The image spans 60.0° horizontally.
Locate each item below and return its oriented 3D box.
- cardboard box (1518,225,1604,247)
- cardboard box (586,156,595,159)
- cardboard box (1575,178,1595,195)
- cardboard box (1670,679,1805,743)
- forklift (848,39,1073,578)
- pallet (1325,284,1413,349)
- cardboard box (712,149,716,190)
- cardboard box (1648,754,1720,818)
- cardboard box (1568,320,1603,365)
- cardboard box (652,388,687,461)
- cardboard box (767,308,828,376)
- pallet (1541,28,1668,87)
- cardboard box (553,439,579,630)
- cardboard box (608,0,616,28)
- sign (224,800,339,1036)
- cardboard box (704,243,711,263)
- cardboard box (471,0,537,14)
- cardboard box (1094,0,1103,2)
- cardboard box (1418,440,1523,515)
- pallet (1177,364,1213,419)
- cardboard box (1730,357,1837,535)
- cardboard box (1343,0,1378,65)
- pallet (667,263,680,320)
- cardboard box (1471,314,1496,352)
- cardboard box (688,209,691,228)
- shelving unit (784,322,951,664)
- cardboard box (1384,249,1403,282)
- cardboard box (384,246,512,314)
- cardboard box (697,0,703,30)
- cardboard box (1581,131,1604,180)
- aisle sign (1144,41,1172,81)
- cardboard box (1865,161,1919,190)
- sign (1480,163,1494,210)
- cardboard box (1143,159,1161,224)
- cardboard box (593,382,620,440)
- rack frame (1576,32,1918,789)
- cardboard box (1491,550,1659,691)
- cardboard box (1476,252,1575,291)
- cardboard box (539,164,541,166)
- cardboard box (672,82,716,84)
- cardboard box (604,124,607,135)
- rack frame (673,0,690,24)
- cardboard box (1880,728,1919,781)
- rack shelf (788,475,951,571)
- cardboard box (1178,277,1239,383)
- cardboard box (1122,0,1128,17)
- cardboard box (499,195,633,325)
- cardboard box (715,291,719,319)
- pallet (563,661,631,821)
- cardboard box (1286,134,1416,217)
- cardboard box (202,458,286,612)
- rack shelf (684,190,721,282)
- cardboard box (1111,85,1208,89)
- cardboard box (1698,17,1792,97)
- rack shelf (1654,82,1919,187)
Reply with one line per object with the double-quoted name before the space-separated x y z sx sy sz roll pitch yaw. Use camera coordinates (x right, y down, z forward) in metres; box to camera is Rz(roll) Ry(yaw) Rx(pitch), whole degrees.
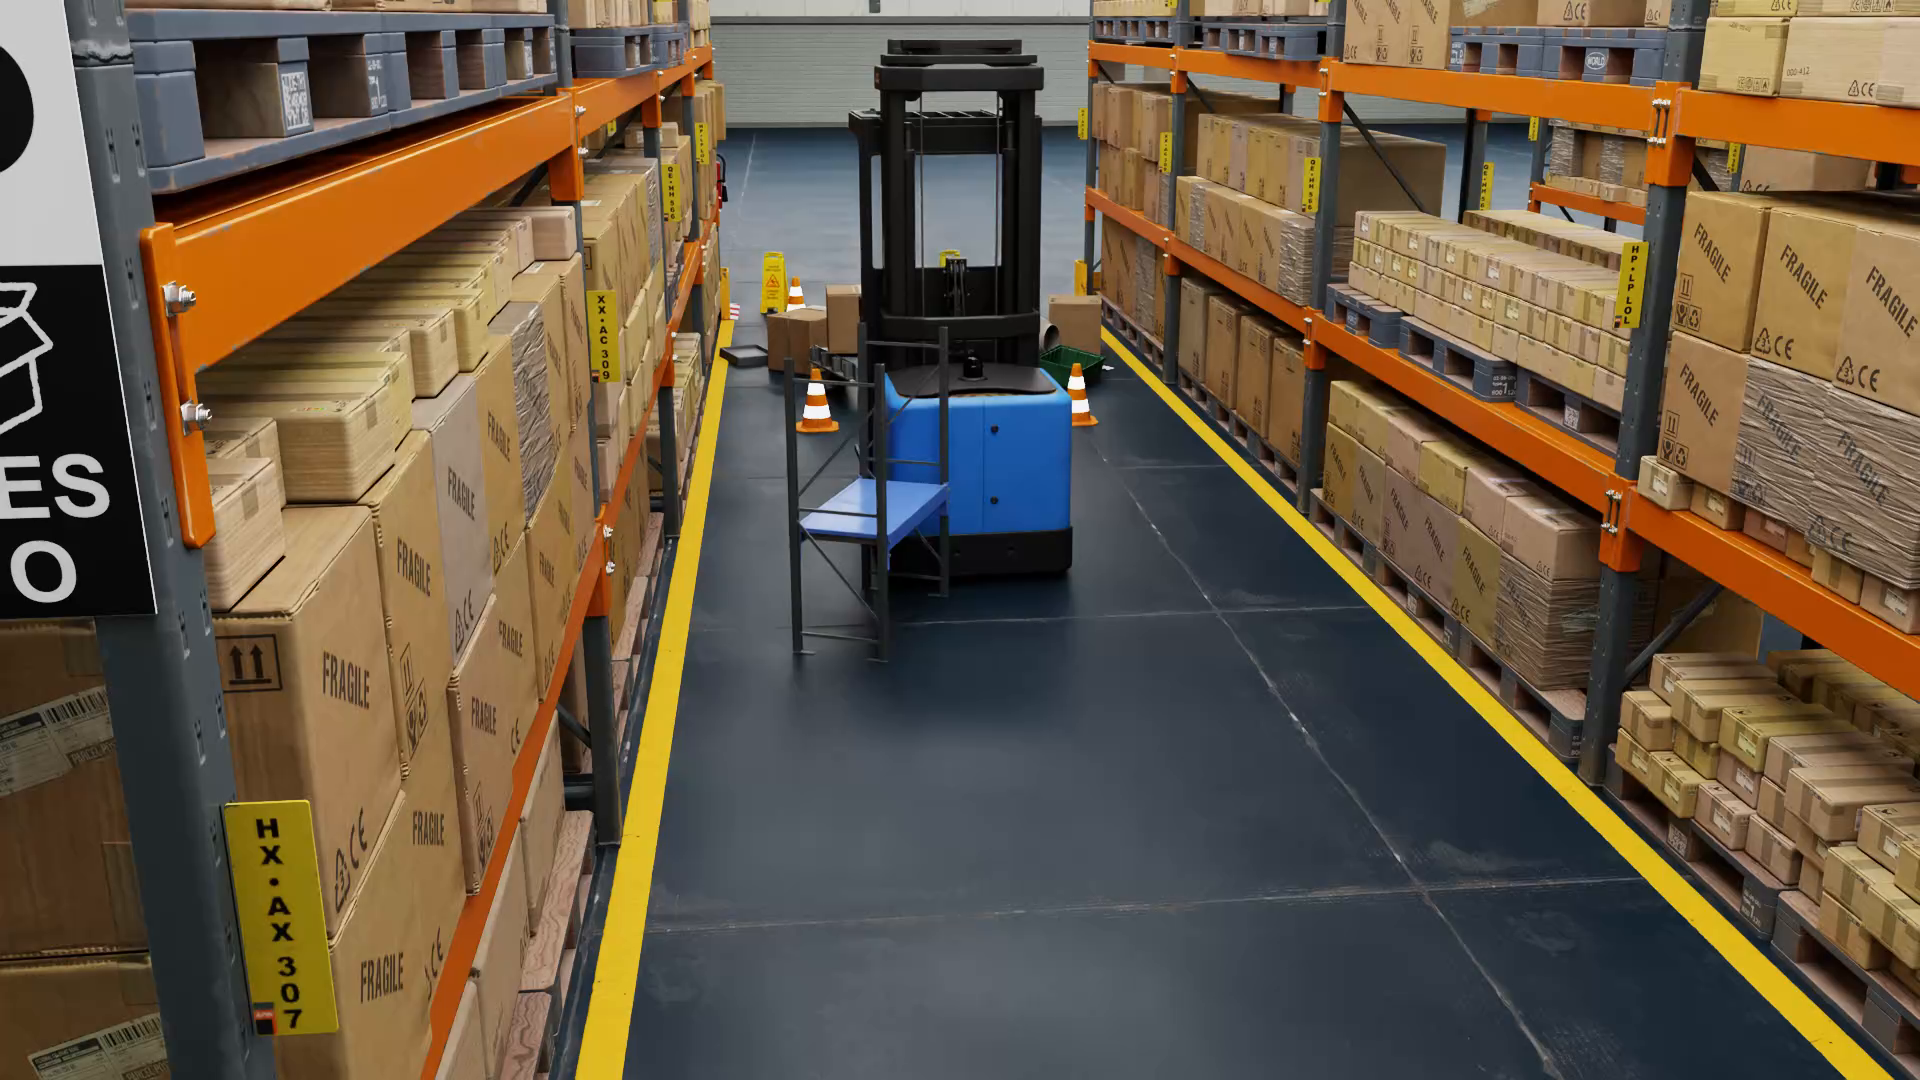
"cardboard box" 3.278 -1.625 9.071 0.380 0.149 0.250 -1 17 -4
"cardboard box" -2.665 -2.263 11.012 0.500 0.500 0.500 -3 18 -9
"cardboard box" 6.664 -3.696 17.360 0.380 0.149 0.250 -2 18 -6
"cardboard box" 2.901 0.636 6.210 0.380 0.149 0.250 -1 17 -3
"forklift" -0.094 -1.585 10.332 1.130 2.935 3.031 -3 18 -8
"pallet" 2.869 -1.324 9.708 1.213 0.211 1.003 -2 18 -6
"cardboard box" -2.672 -3.712 16.331 0.500 0.500 0.500 -2 18 -6
"cardboard box" 2.847 0.924 6.284 0.380 0.149 0.250 -1 17 -4
"cardboard box" 2.836 -0.847 7.087 0.380 0.149 0.250 -2 18 -5
"cardboard box" -2.357 -0.777 11.329 0.950 0.372 0.625 -2 18 -7
"cardboard box" -1.394 -1.804 15.083 0.500 0.500 0.500 11 21 32
"pallet" 3.144 -1.962 6.724 1.213 0.211 1.003 -2 18 -6
"cardboard box" -1.451 -0.014 5.048 0.500 0.500 0.500 -2 18 -7
"cardboard box" -1.594 -2.158 6.724 0.380 0.166 0.250 -3 18 -9
"sign" -0.846 0.475 2.078 0.100 0.325 0.005 -2 18 -6
"cardboard box" -2.437 -2.566 14.896 0.380 0.149 0.250 -1 17 -4
"cardboard box" -1.400 -1.550 4.651 0.380 0.149 0.250 -1 17 -4
"cardboard box" 1.658 -5.606 16.905 0.500 0.250 0.500 -2 18 -6
"cardboard box" 2.665 -0.323 8.420 0.500 0.250 0.500 -3 18 -8
"pallet" 2.431 -1.259 13.834 1.003 0.211 1.213 -2 18 -6
"cardboard box" 2.960 -0.320 5.526 0.500 0.500 0.500 -2 18 -6
"cardboard box" 2.483 -2.925 9.313 0.500 0.500 0.500 -2 18 -6
"pallet" -2.404 -1.559 10.457 1.213 0.211 1.003 -2 18 -6
"cardboard box" 2.726 -1.014 8.117 0.380 0.149 0.250 -1 17 -3
"cardboard box" -2.237 -2.415 12.579 0.380 0.149 0.250 -2 18 -7
"shelving unit" -0.450 -0.275 8.548 0.538 1.500 1.048 5 18 16
"cardboard box" 2.600 -1.537 9.287 0.380 0.149 0.250 -2 18 -7
"cardboard box" -1.422 -0.698 4.472 0.380 0.149 0.250 -2 18 -6
"cardboard box" -2.511 -4.578 14.496 0.500 0.250 0.500 -2 18 -5
"cardboard box" 7.008 -4.011 17.282 0.875 0.500 0.500 -2 18 -6
"aisle sign" 2.155 -5.279 17.644 0.394 0.787 0.004 -2 18 -6
"cardboard box" 7.491 -2.676 12.819 0.797 0.503 0.637 0 17 0
"sign" 3.228 -2.159 10.246 0.100 0.325 0.005 -2 18 -6
"cardboard box" 2.147 -3.161 14.987 0.875 0.550 0.550 -2 18 -6
"cardboard box" -1.576 -0.557 6.359 0.500 0.250 0.500 -2 18 -7
"rack frame" 3.102 -0.433 6.549 1.000 3.000 0.127 -2 18 -6
"cardboard box" 2.775 0.346 7.538 0.500 0.500 0.500 -2 18 -7
"cardboard box" 2.732 -1.299 8.033 0.380 0.149 0.250 -3 18 -8
"cardboard box" -2.416 -1.812 9.105 0.500 0.500 0.500 -2 18 -7
"cardboard box" -2.735 -4.196 16.200 0.700 0.500 0.500 -2 18 -5
"cardboard box" -2.940 -3.182 12.857 0.380 0.149 0.250 -2 18 -6
"rack frame" -2.637 -5.496 12.659 1.000 3.000 0.127 -2 18 -6
"cardboard box" 3.445 0.769 5.784 0.380 0.149 0.250 -1 17 -4
"rack shelf" -0.450 -0.103 8.602 0.538 0.185 1.000 5 18 16
"cardboard box" 2.430 -1.762 13.835 1.050 0.750 0.750 -2 18 -6
"cardboard box" 1.738 -5.004 15.651 0.380 0.149 0.250 -2 18 -5
"cardboard box" -1.700 -1.215 7.204 0.500 0.500 0.500 -2 18 -7
"cardboard box" -2.653 -2.327 16.470 0.500 0.250 0.500 -2 18 -5
"pallet" -1.966 0.853 7.109 1.003 0.211 1.213 -2 18 -6
"cardboard box" 2.599 -2.434 11.087 0.700 0.500 0.500 -2 18 -6
"cardboard box" -1.160 -0.007 2.272 0.380 0.149 0.250 -1 17 -4
"rack shelf" -2.843 -2.886 15.564 1.077 0.370 4.000 -2 18 -6
"cardboard box" 2.012 -4.322 16.884 0.875 0.550 0.550 -2 18 -6
"cardboard box" 2.887 -1.647 5.657 0.500 0.250 0.500 -1 17 -3
"rack shelf" 3.308 -0.925 4.310 1.077 0.370 4.000 -2 18 -6
